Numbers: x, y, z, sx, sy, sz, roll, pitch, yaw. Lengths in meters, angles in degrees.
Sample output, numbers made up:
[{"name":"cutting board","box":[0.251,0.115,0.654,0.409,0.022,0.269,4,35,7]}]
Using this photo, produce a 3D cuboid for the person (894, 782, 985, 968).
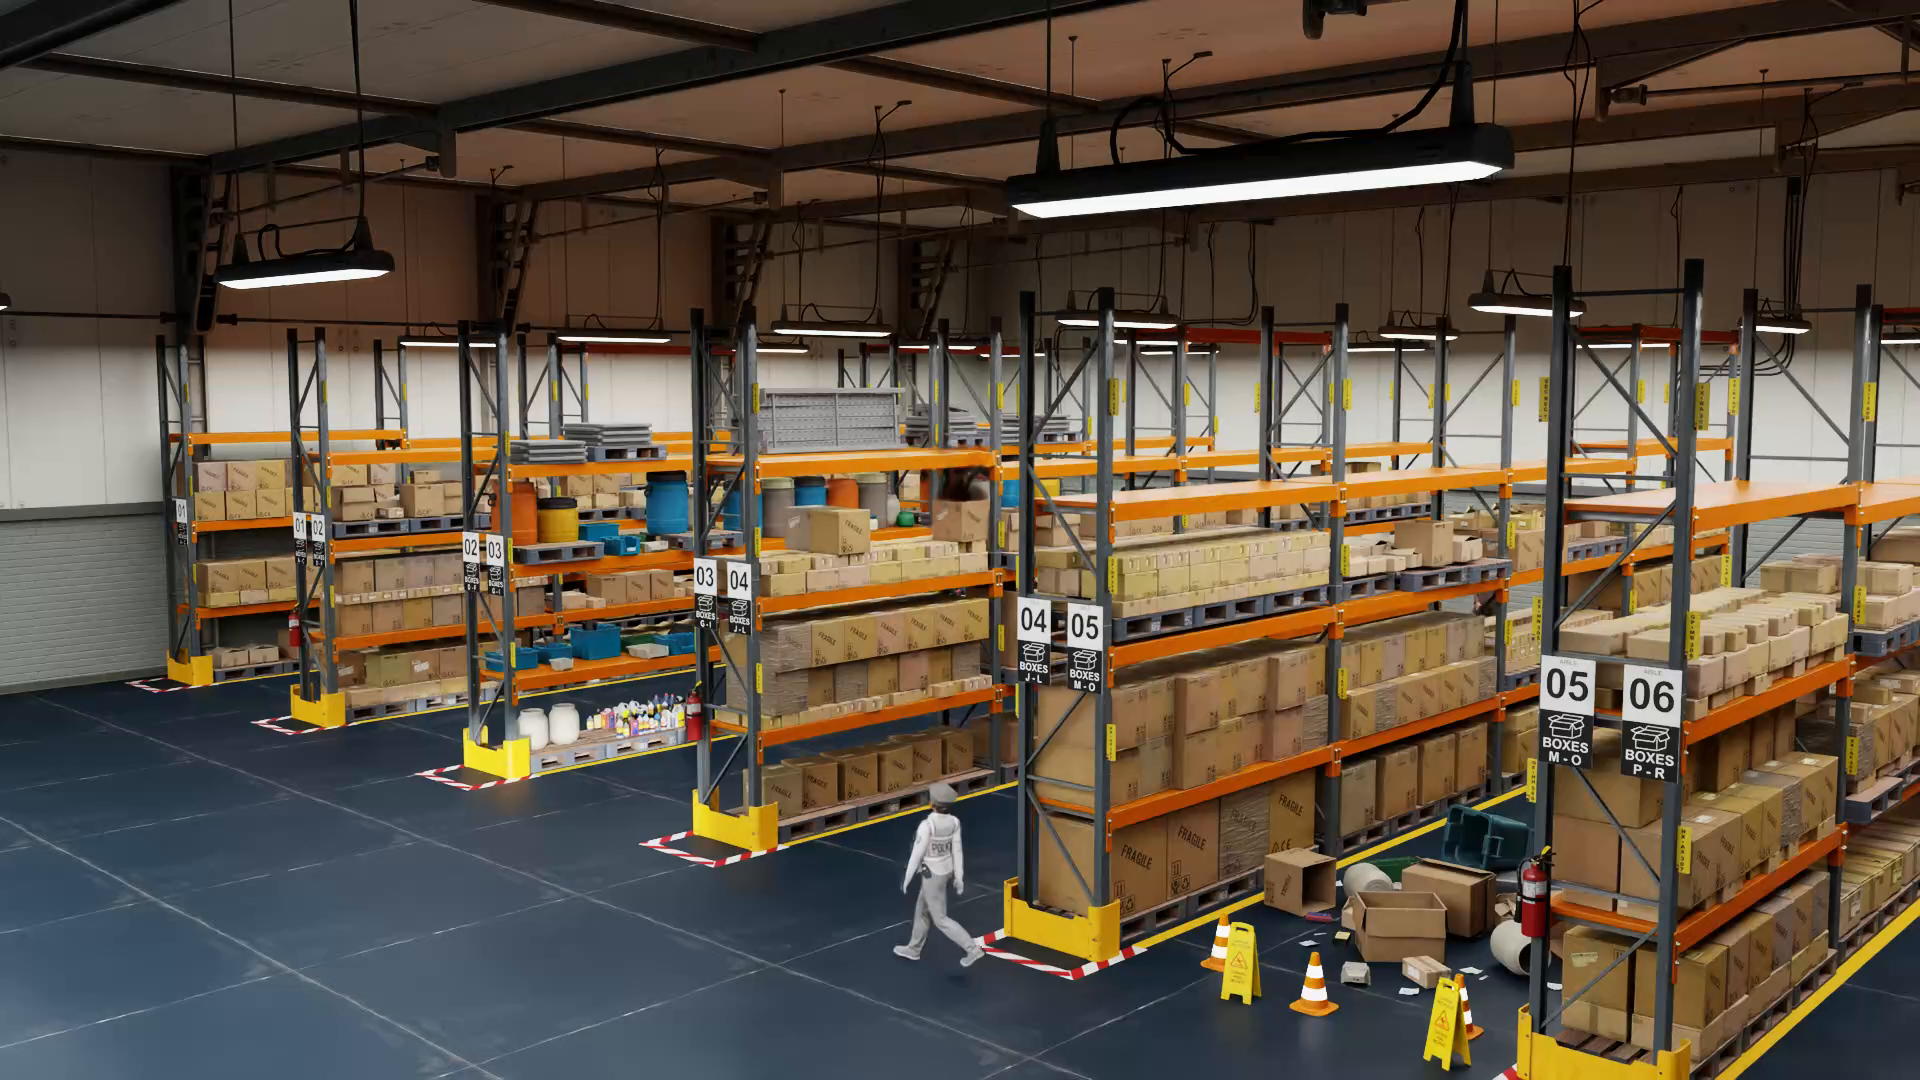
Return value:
[{"name":"person","box":[-0.206,2.959,14.689,0.957,1.654,0.444,2,6,20]}]

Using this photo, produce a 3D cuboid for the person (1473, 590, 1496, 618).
[{"name":"person","box":[10.365,1.237,32.577,0.695,1.725,1.161,-3,6,-28]}]
